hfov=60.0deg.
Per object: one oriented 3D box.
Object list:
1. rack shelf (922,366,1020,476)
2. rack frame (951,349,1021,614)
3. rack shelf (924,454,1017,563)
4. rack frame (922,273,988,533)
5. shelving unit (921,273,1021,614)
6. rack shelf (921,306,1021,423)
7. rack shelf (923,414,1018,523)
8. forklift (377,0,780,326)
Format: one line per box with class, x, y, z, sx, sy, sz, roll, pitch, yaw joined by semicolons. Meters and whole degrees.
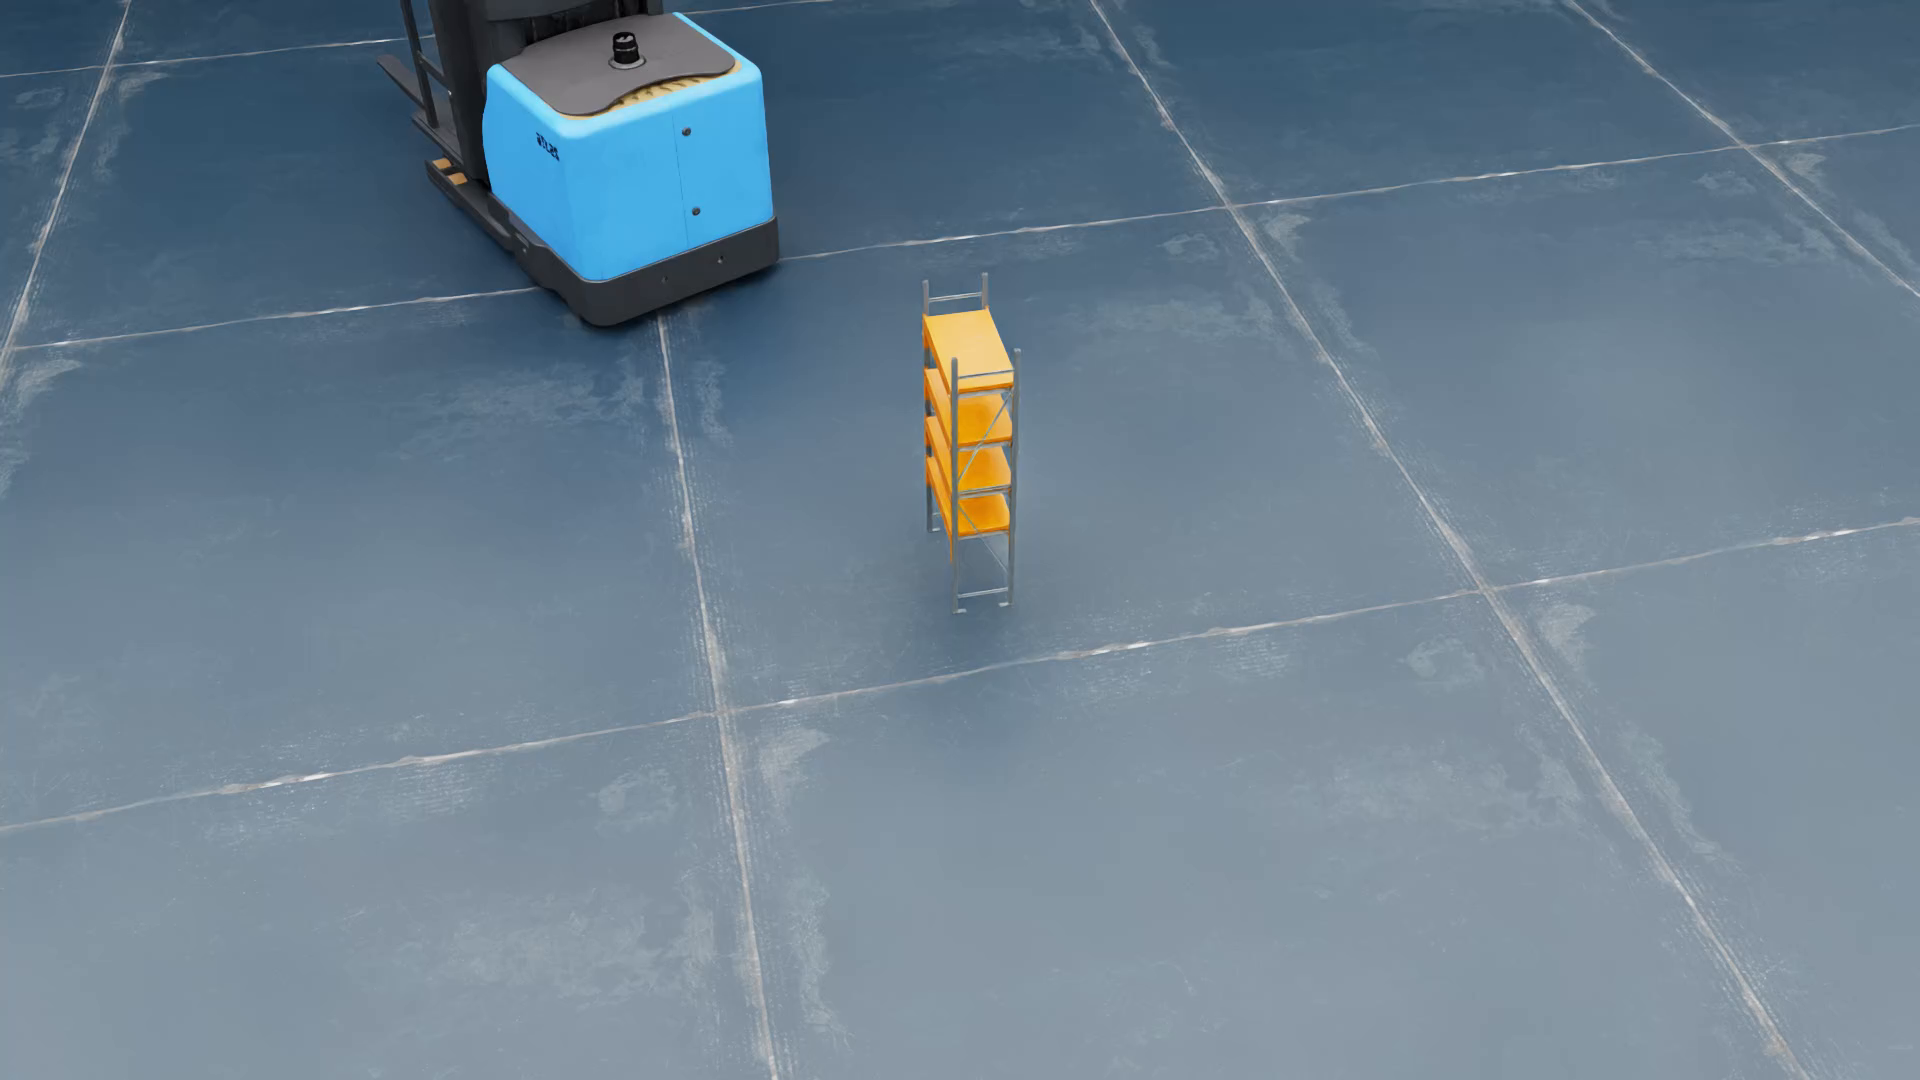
rack shelf;0.036;-0.458;6.127;0.258;0.148;0.480;-8;42;-9
rack frame;0.088;-0.183;6.053;0.240;1.200;0.015;-8;42;-9
rack shelf;0.036;-0.143;6.407;0.258;0.148;0.480;-8;42;-9
rack frame;-0.017;-0.500;6.409;0.240;1.200;0.015;-8;42;-9
shelving unit;0.036;-0.341;6.231;0.258;1.200;0.503;-8;42;-9
rack shelf;0.036;-0.635;5.970;0.258;0.148;0.480;-8;42;-9
rack shelf;0.036;-0.291;6.275;0.258;0.148;0.480;-8;42;-9
forklift;-2.173;-3.027;7.952;1.130;2.935;3.031;-26;48;-27
